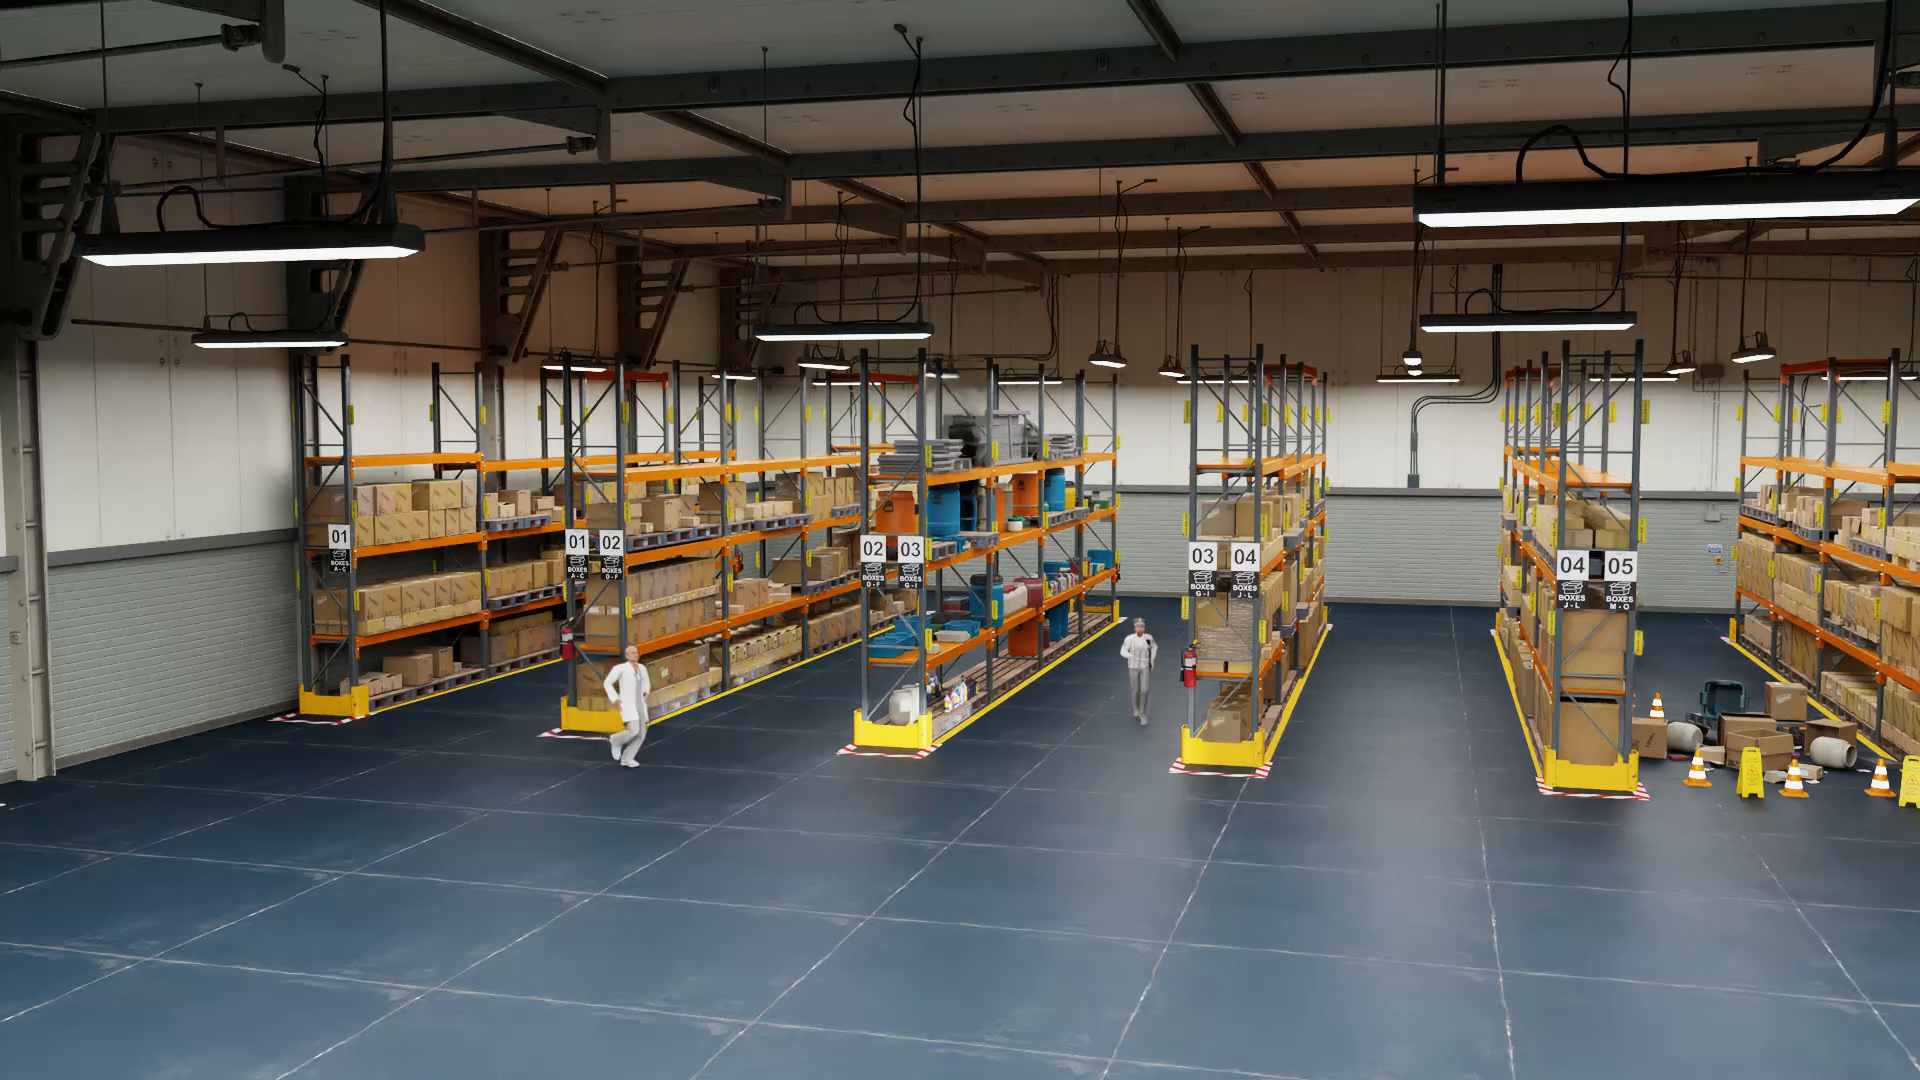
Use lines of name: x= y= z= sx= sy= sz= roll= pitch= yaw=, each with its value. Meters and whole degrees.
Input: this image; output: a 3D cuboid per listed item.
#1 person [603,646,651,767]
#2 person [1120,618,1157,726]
person: x=-4.674 y=2.365 z=23.707 sx=0.592 sy=1.710 sz=0.716 roll=3 pitch=5 yaw=36
person: x=2.915 y=2.124 z=27.161 sx=0.596 sy=1.739 sz=0.747 roll=0 pitch=4 yaw=6
